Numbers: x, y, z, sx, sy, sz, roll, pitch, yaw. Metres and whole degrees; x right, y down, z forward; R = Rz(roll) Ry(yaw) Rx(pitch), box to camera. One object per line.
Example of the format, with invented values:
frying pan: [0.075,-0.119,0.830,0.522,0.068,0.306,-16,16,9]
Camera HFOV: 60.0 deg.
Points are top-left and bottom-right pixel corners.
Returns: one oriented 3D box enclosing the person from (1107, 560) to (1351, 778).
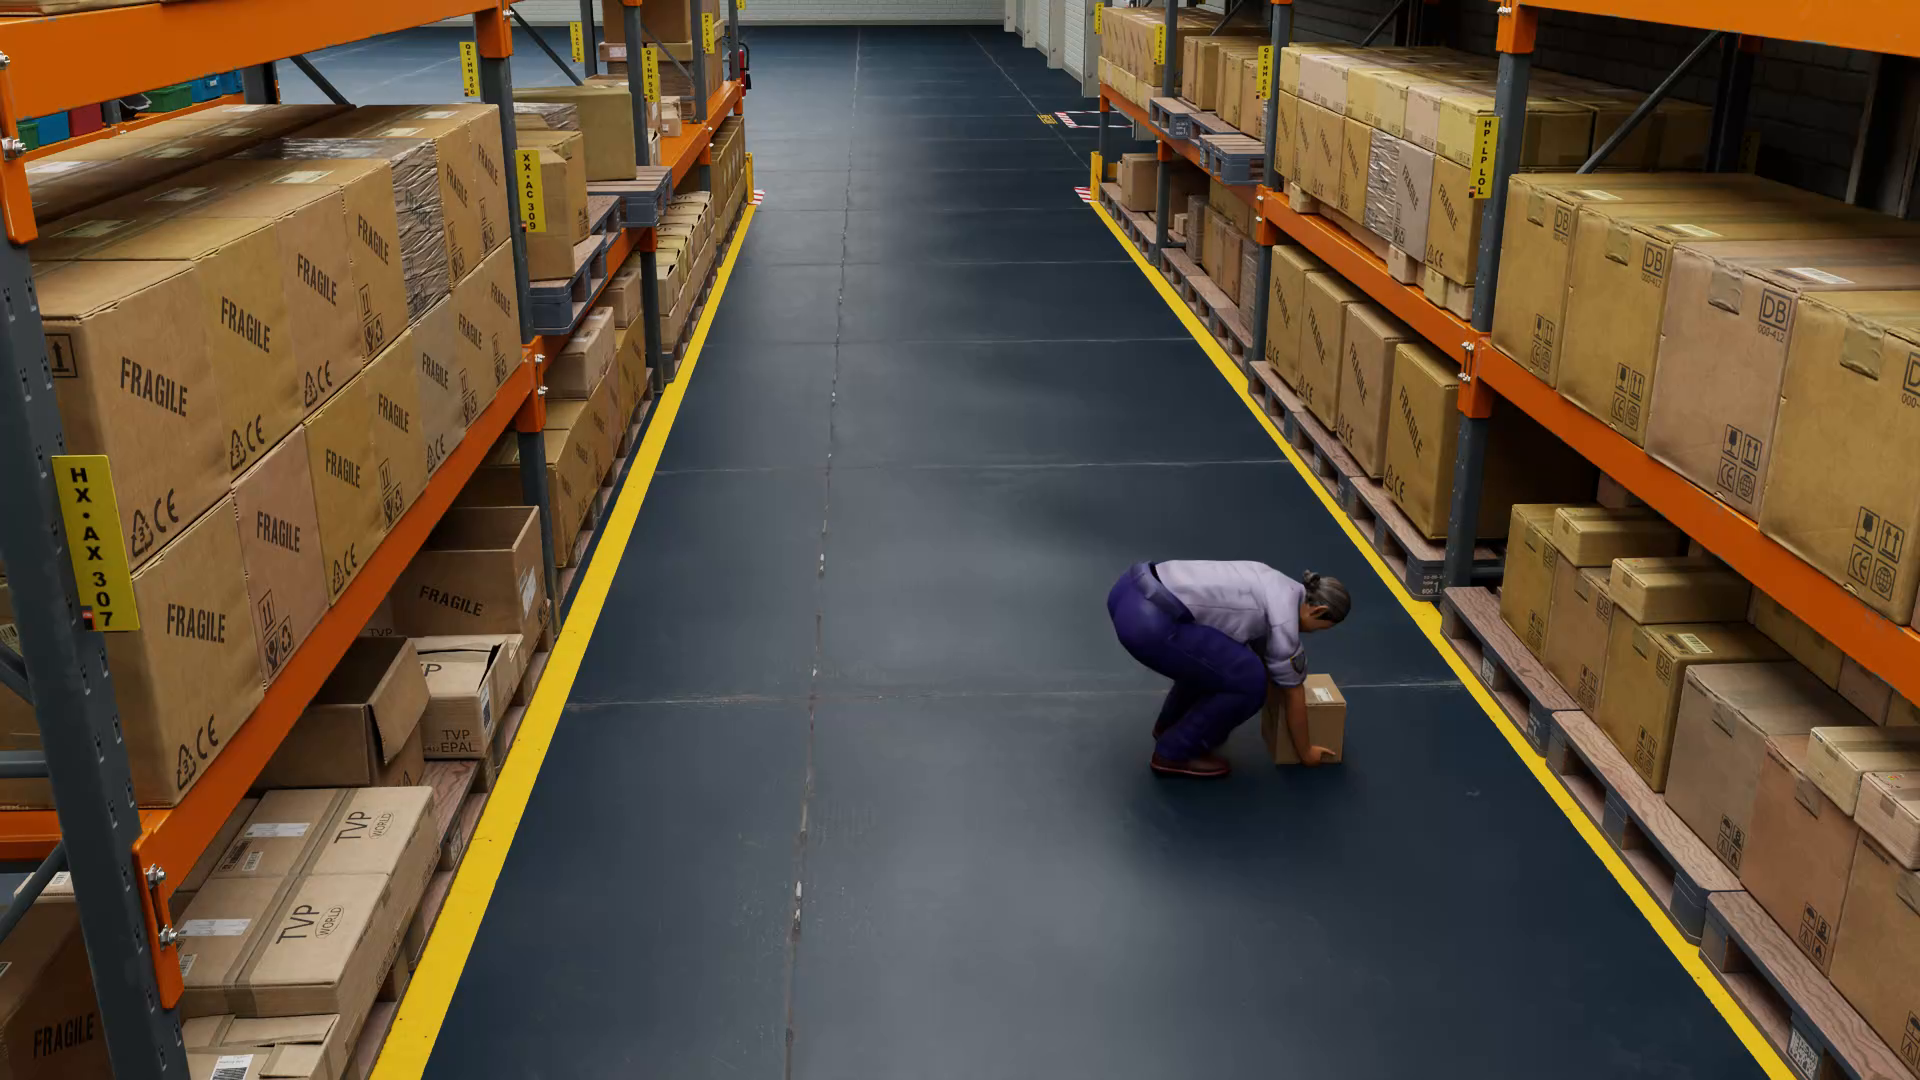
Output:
person: [0.994,0.452,6.162,0.905,0.784,0.509,-2,21,-5]
